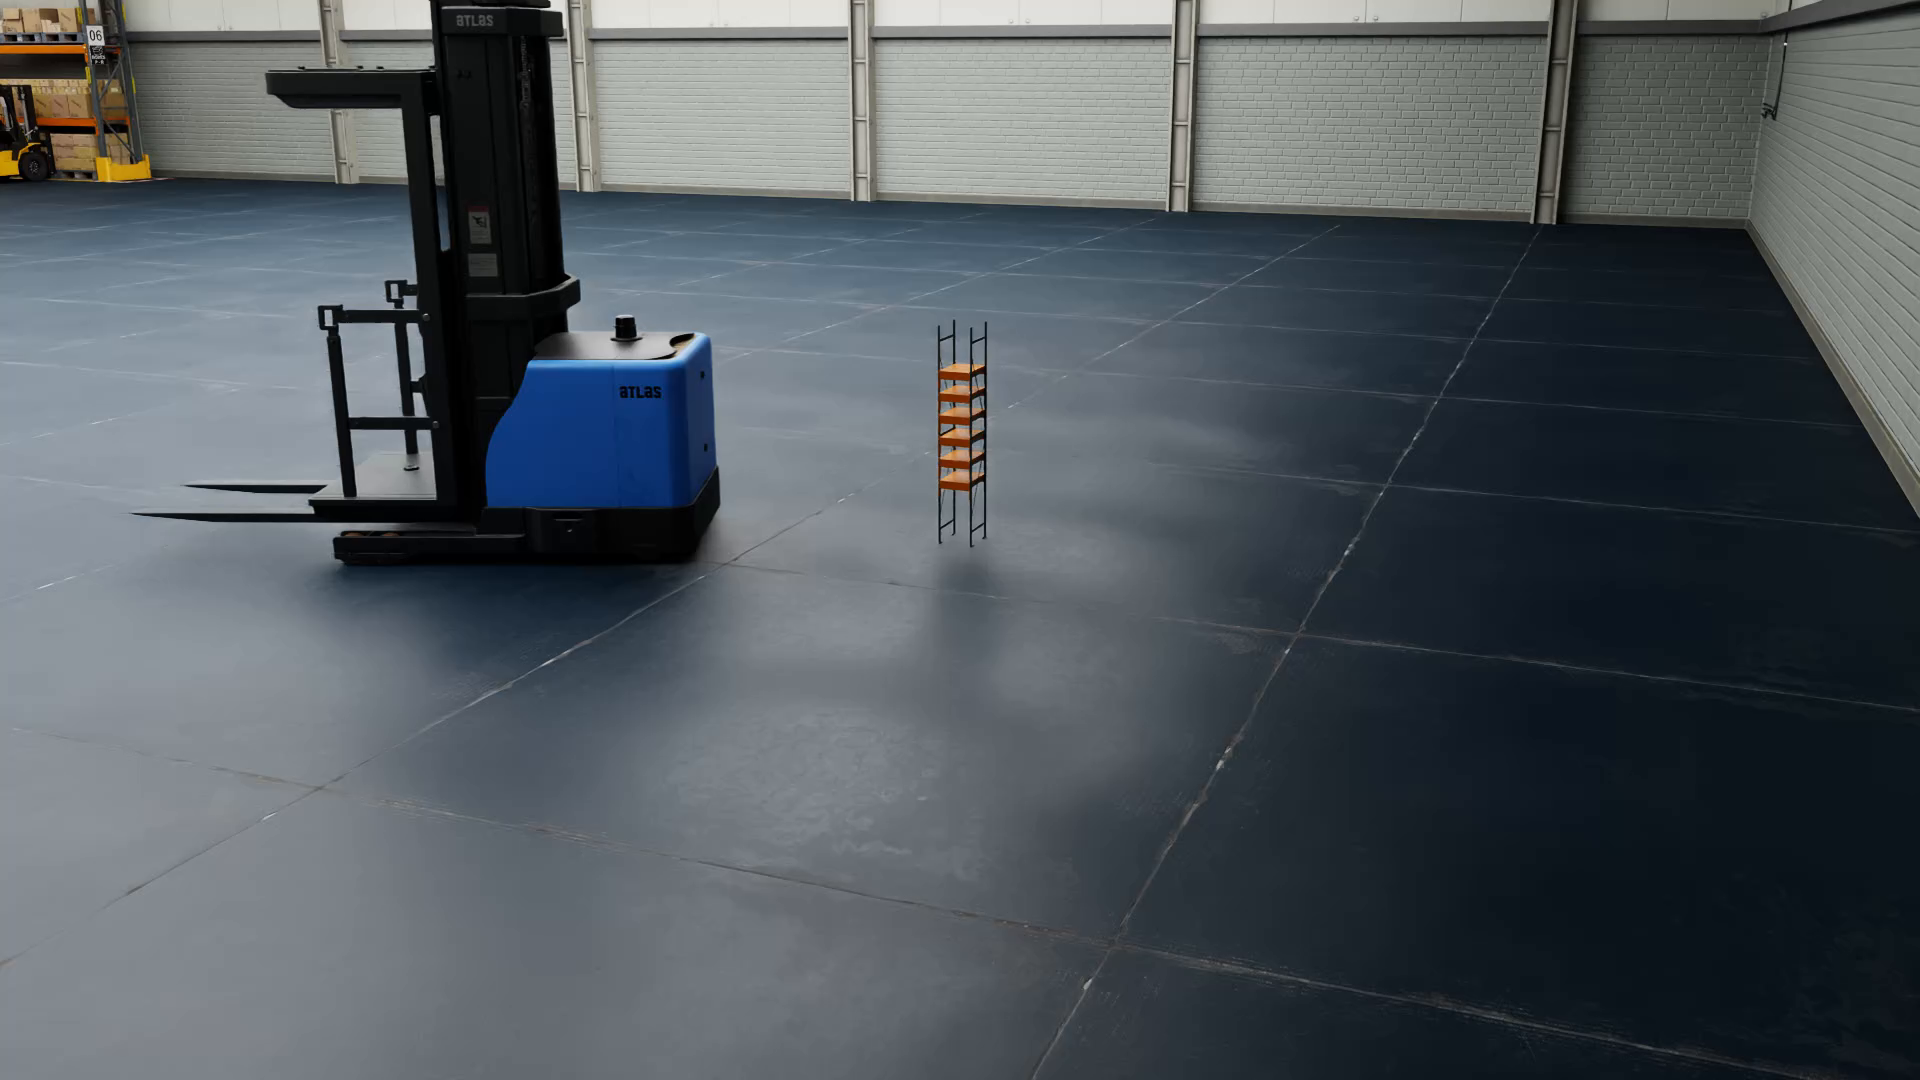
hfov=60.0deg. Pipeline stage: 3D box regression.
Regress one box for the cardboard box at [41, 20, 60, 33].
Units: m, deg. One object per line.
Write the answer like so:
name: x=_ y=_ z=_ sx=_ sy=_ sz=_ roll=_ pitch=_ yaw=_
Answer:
cardboard box: x=-19.330 y=-10.957 z=35.464 sx=0.258 sy=0.266 sz=0.396 roll=6 pitch=17 yaw=21

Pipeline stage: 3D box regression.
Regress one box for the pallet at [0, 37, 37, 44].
pallet: x=-21.130 y=-11.026 z=36.552 sx=1.213 sy=0.211 sz=1.003 roll=6 pitch=17 yaw=21

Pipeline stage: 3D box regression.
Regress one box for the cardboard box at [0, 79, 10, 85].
cardboard box: x=-20.775 y=-10.002 z=36.369 sx=0.250 sy=0.149 sz=0.380 roll=6 pitch=17 yaw=20

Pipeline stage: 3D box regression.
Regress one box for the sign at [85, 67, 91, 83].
sign: x=-18.424 y=-9.830 z=35.151 sx=0.005 sy=0.325 sz=0.100 roll=6 pitch=17 yaw=21

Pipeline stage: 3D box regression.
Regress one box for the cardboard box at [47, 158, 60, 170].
cardboard box: x=-19.686 y=-8.253 z=36.402 sx=0.500 sy=0.250 sz=0.500 roll=6 pitch=17 yaw=21

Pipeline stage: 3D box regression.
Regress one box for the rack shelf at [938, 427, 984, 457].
rack shelf: x=0.013 y=-0.532 z=9.014 sx=0.180 sy=0.103 sz=0.258 roll=6 pitch=17 yaw=21

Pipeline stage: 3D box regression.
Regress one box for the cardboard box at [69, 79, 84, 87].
cardboard box: x=-18.863 y=-9.801 z=35.677 sx=0.250 sy=0.149 sz=0.380 roll=6 pitch=17 yaw=21

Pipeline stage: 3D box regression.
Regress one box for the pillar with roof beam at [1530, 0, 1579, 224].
pillar with roof beam: x=7.799 y=-8.300 z=21.623 sx=0.400 sy=9.000 sz=9.100 roll=6 pitch=17 yaw=21

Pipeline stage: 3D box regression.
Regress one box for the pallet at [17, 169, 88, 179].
pallet: x=-20.070 y=-8.153 z=36.878 sx=1.213 sy=0.211 sz=1.003 roll=6 pitch=17 yaw=21

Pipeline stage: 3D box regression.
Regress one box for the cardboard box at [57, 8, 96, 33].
cardboard box: x=-18.713 y=-11.020 z=35.259 sx=0.500 sy=0.500 sz=0.500 roll=7 pitch=18 yaw=22

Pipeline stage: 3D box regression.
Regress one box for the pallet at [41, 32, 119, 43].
pallet: x=-18.860 y=-10.776 z=35.692 sx=1.213 sy=0.211 sz=1.003 roll=6 pitch=17 yaw=21

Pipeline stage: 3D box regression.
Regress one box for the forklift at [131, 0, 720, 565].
forklift: x=-2.905 y=-1.425 z=8.824 sx=3.031 sy=2.935 sz=1.130 roll=0 pitch=16 yaw=1

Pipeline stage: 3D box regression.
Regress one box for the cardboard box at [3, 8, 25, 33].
cardboard box: x=-20.160 y=-11.222 z=35.949 sx=0.637 sy=0.503 sz=0.797 roll=7 pitch=18 yaw=22

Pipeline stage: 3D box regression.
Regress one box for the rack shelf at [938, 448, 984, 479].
rack shelf: x=0.013 y=-0.417 z=9.047 sx=0.180 sy=0.103 sz=0.258 roll=6 pitch=17 yaw=21

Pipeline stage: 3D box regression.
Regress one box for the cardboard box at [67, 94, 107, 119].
cardboard box: x=-18.766 y=-9.329 z=35.750 sx=0.500 sy=0.500 sz=0.500 roll=6 pitch=17 yaw=19

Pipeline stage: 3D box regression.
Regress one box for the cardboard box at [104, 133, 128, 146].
cardboard box: x=-18.590 y=-8.759 z=36.349 sx=0.500 sy=0.250 sz=0.500 roll=6 pitch=17 yaw=20

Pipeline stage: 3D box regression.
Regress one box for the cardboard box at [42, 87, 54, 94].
cardboard box: x=-19.597 y=-9.726 z=35.952 sx=0.250 sy=0.149 sz=0.380 roll=6 pitch=17 yaw=19

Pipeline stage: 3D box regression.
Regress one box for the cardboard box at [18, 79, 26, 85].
cardboard box: x=-20.280 y=-9.969 z=36.257 sx=0.250 sy=0.149 sz=0.380 roll=6 pitch=17 yaw=21

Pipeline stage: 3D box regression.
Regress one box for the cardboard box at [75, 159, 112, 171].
cardboard box: x=-18.765 y=-8.147 z=36.034 sx=0.500 sy=0.250 sz=0.500 roll=6 pitch=17 yaw=21

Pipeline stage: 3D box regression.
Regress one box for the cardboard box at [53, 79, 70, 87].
cardboard box: x=-19.321 y=-9.865 z=35.899 sx=0.250 sy=0.149 sz=0.380 roll=6 pitch=17 yaw=21

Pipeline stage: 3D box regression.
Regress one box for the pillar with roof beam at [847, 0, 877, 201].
pillar with roof beam: x=-3.364 y=-9.527 z=25.851 sx=0.400 sy=9.000 sz=9.100 roll=6 pitch=17 yaw=21

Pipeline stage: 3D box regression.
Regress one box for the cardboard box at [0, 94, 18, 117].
cardboard box: x=-20.654 y=-9.543 z=36.485 sx=0.500 sy=0.500 sz=0.500 roll=6 pitch=17 yaw=20

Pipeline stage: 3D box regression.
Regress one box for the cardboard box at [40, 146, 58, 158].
cardboard box: x=-19.730 y=-8.491 z=36.322 sx=0.500 sy=0.250 sz=0.500 roll=6 pitch=17 yaw=19

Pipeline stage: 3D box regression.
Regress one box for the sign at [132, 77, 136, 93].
sign: x=-18.003 y=-9.896 z=36.187 sx=0.005 sy=0.325 sz=0.100 roll=6 pitch=17 yaw=21

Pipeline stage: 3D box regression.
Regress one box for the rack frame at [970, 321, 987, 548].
rack frame: x=0.099 y=-0.565 z=8.969 sx=0.006 sy=1.200 sz=0.240 roll=6 pitch=17 yaw=21

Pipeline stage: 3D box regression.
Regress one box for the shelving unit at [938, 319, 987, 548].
shelving unit: x=0.013 y=-0.575 z=9.001 sx=0.189 sy=1.200 sz=0.258 roll=6 pitch=17 yaw=21

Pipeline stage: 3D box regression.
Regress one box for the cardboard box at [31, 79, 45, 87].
cardboard box: x=-19.847 y=-9.888 z=35.978 sx=0.250 sy=0.149 sz=0.380 roll=7 pitch=17 yaw=22

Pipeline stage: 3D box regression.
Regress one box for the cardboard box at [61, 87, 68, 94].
cardboard box: x=-19.105 y=-9.682 z=35.803 sx=0.250 sy=0.149 sz=0.380 roll=7 pitch=17 yaw=22

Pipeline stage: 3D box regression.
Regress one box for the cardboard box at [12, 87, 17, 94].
cardboard box: x=-20.553 y=-9.829 z=36.307 sx=0.250 sy=0.149 sz=0.380 roll=6 pitch=17 yaw=19

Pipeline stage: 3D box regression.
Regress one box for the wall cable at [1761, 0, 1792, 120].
wall cable: x=11.634 y=-7.281 z=23.682 sx=0.112 sy=2.526 sz=3.097 roll=6 pitch=17 yaw=21

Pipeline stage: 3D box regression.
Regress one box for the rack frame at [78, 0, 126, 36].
rack frame: x=-18.212 y=-12.180 z=34.989 sx=0.127 sy=3.000 sz=1.000 roll=6 pitch=17 yaw=21

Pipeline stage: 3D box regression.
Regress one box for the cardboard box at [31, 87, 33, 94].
cardboard box: x=-20.039 y=-9.795 z=36.192 sx=0.250 sy=0.149 sz=0.380 roll=6 pitch=17 yaw=20

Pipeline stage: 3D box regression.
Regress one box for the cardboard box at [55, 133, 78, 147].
cardboard box: x=-19.232 y=-8.678 z=36.069 sx=0.500 sy=0.250 sz=0.500 roll=7 pitch=17 yaw=22

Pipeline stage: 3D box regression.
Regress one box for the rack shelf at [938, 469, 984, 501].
rack shelf: x=0.013 y=-0.302 z=9.081 sx=0.180 sy=0.103 sz=0.258 roll=6 pitch=17 yaw=21

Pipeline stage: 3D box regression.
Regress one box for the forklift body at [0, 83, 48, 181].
forklift body: x=-20.645 y=-8.612 z=34.982 sx=1.214 sy=2.155 sz=2.313 roll=6 pitch=17 yaw=21

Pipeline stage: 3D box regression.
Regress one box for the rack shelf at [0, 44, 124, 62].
rack shelf: x=-20.073 y=-10.599 z=36.212 sx=4.000 sy=0.370 sz=1.077 roll=6 pitch=17 yaw=21

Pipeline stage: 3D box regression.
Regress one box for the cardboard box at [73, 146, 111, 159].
cardboard box: x=-18.780 y=-8.389 z=35.973 sx=0.500 sy=0.250 sz=0.500 roll=6 pitch=17 yaw=20

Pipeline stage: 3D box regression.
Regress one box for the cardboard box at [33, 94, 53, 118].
cardboard box: x=-19.722 y=-9.437 z=36.122 sx=0.500 sy=0.500 sz=0.500 roll=6 pitch=17 yaw=20

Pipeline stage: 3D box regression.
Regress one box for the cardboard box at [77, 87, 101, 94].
cardboard box: x=-18.637 y=-9.622 z=35.593 sx=0.250 sy=0.149 sz=0.380 roll=7 pitch=17 yaw=21

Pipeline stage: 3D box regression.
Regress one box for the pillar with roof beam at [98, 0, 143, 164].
pillar with roof beam: x=-20.109 y=-11.369 z=32.194 sx=0.400 sy=9.000 sz=9.100 roll=6 pitch=17 yaw=21
